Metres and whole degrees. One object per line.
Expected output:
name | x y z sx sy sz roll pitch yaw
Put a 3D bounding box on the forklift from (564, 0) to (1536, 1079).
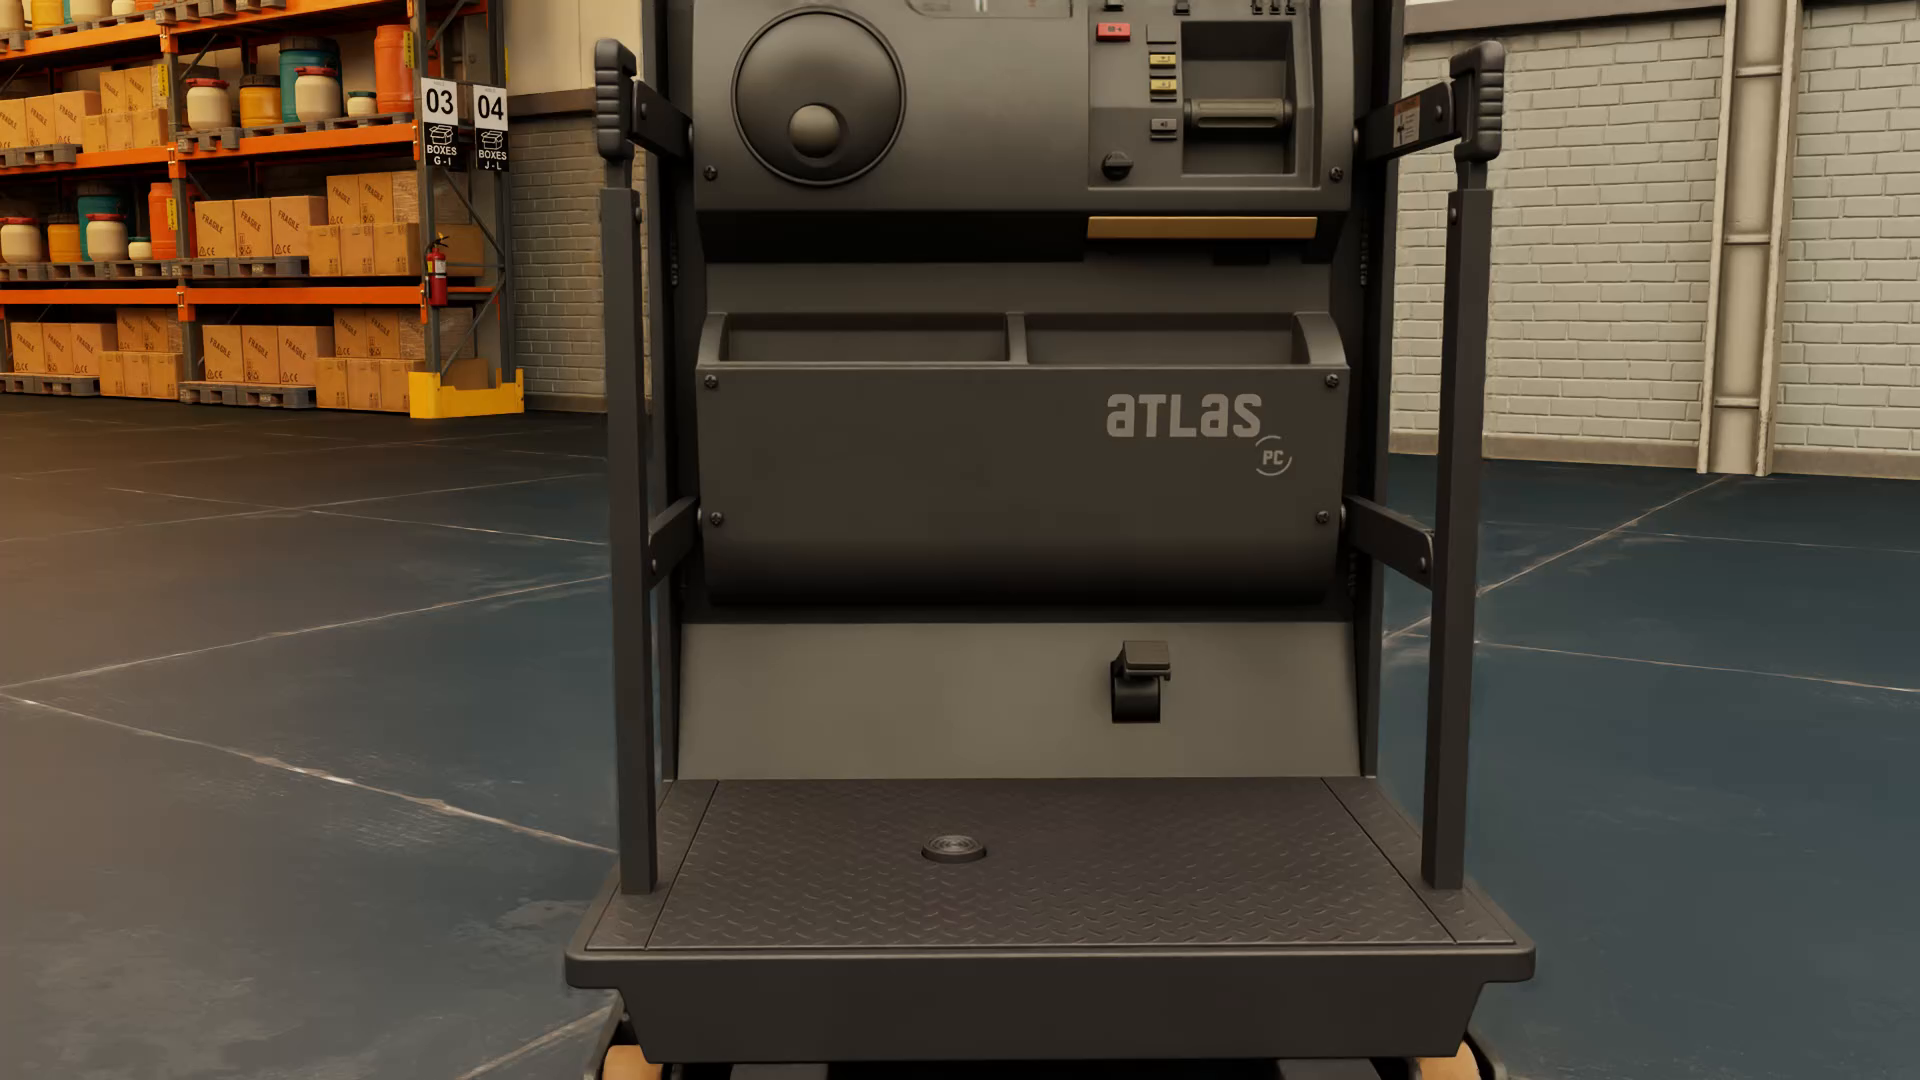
forklift | 0.095 -0.706 2.155 1.130 2.935 3.031 0 8 -1
